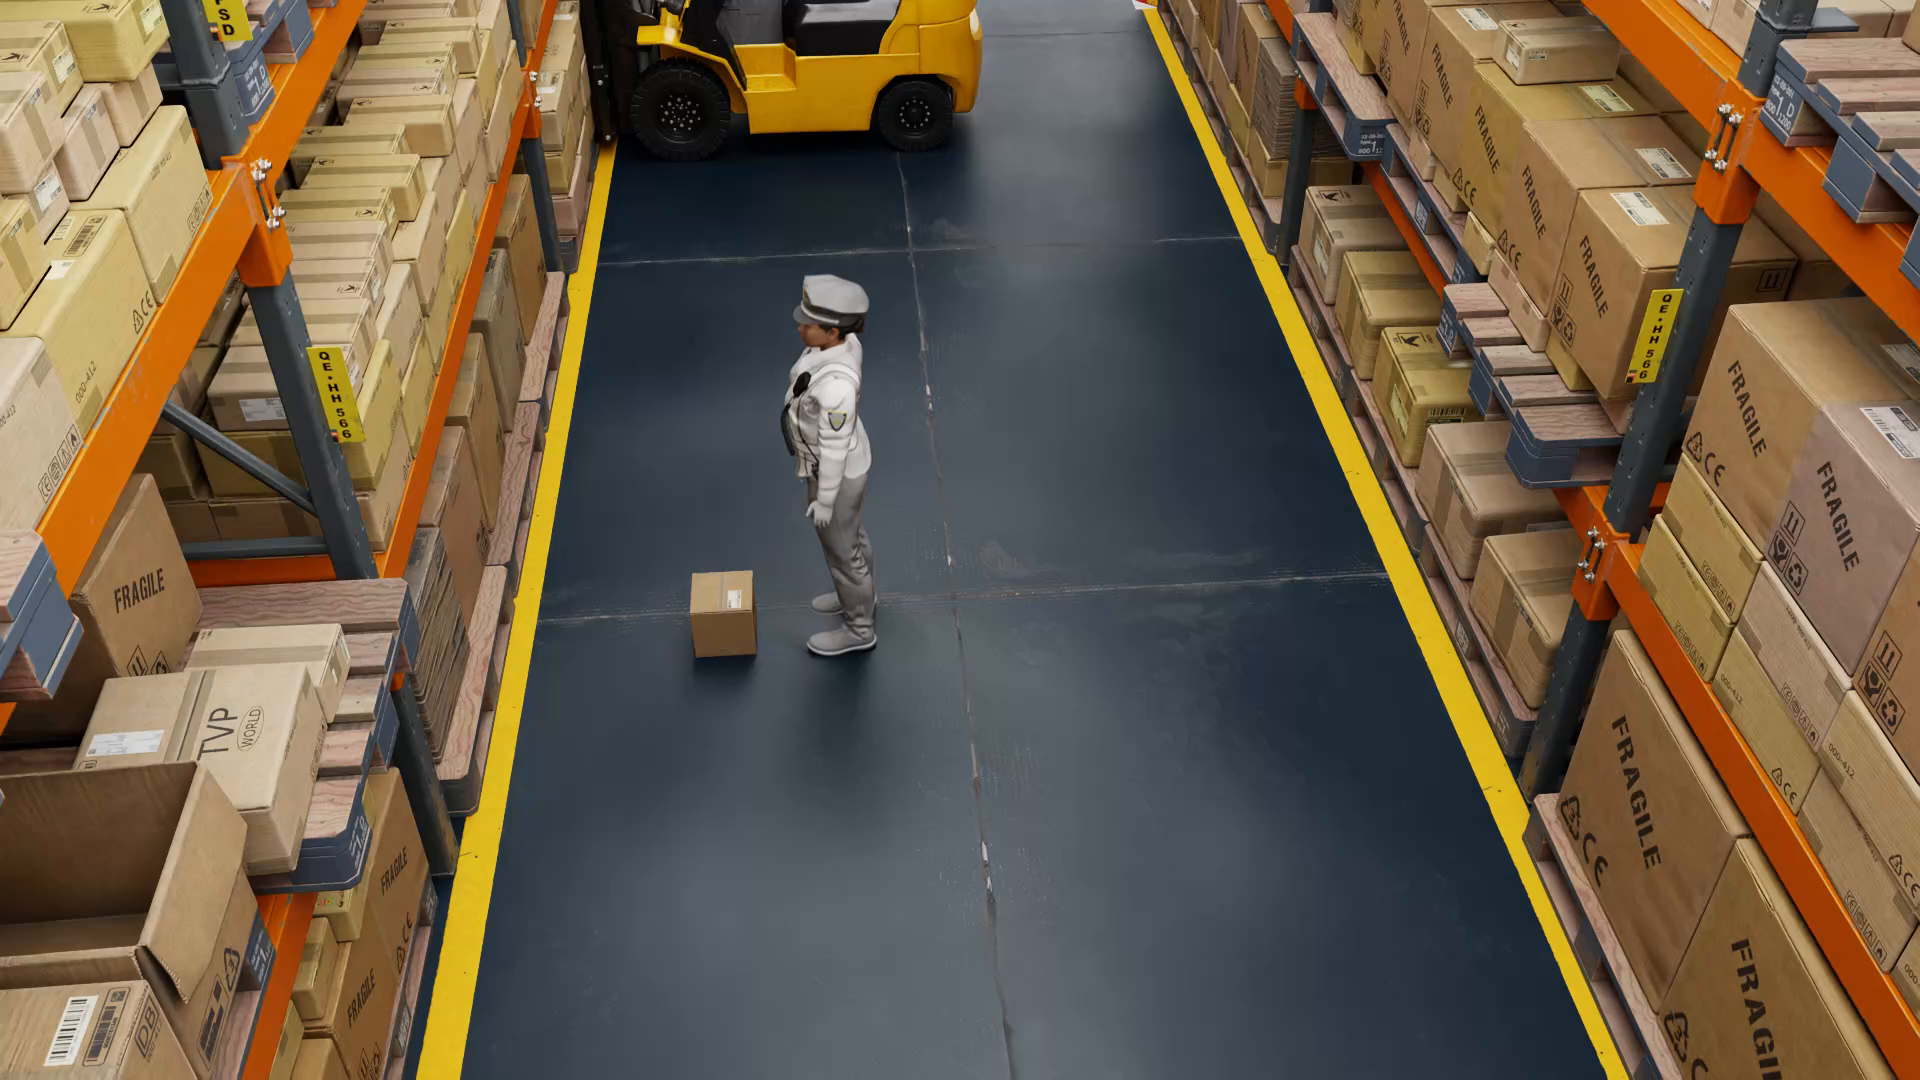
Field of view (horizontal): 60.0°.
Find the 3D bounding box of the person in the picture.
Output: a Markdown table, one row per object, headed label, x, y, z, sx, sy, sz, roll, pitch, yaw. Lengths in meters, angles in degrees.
| label | x | y | z | sx | sy | sz | roll | pitch | yaw |
| --- | --- | --- | --- | --- | --- | --- | --- | --- | --- |
| person | -0.501 | -0.265 | 6.471 | 0.344 | 1.697 | 0.467 | -2 | 39 | -3 |
